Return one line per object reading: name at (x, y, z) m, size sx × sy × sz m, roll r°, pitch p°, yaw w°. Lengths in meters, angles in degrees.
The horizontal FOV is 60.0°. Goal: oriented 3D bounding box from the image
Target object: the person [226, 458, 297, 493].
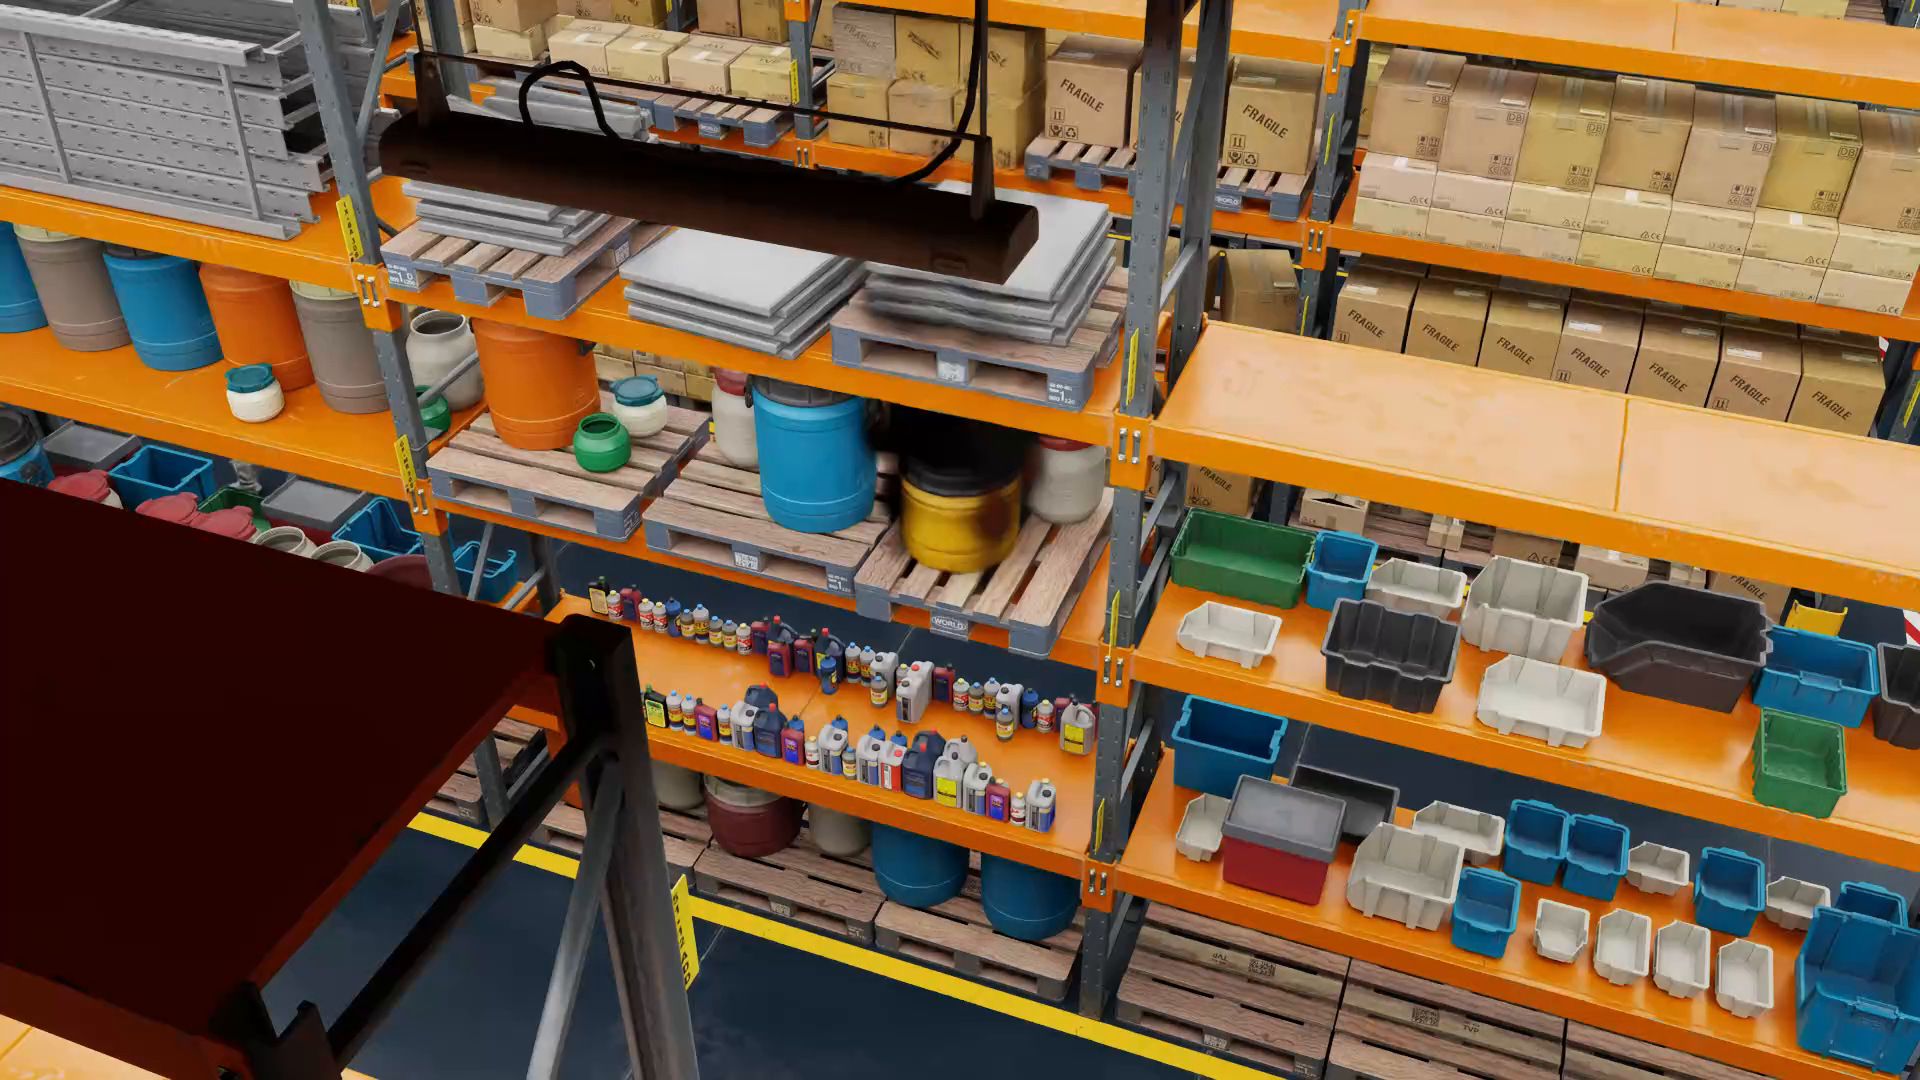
person at (-5.770, -1.104, 13.419) m, size 0.795 × 1.774 × 0.673 m, roll 5°, pitch 37°, yaw 7°
